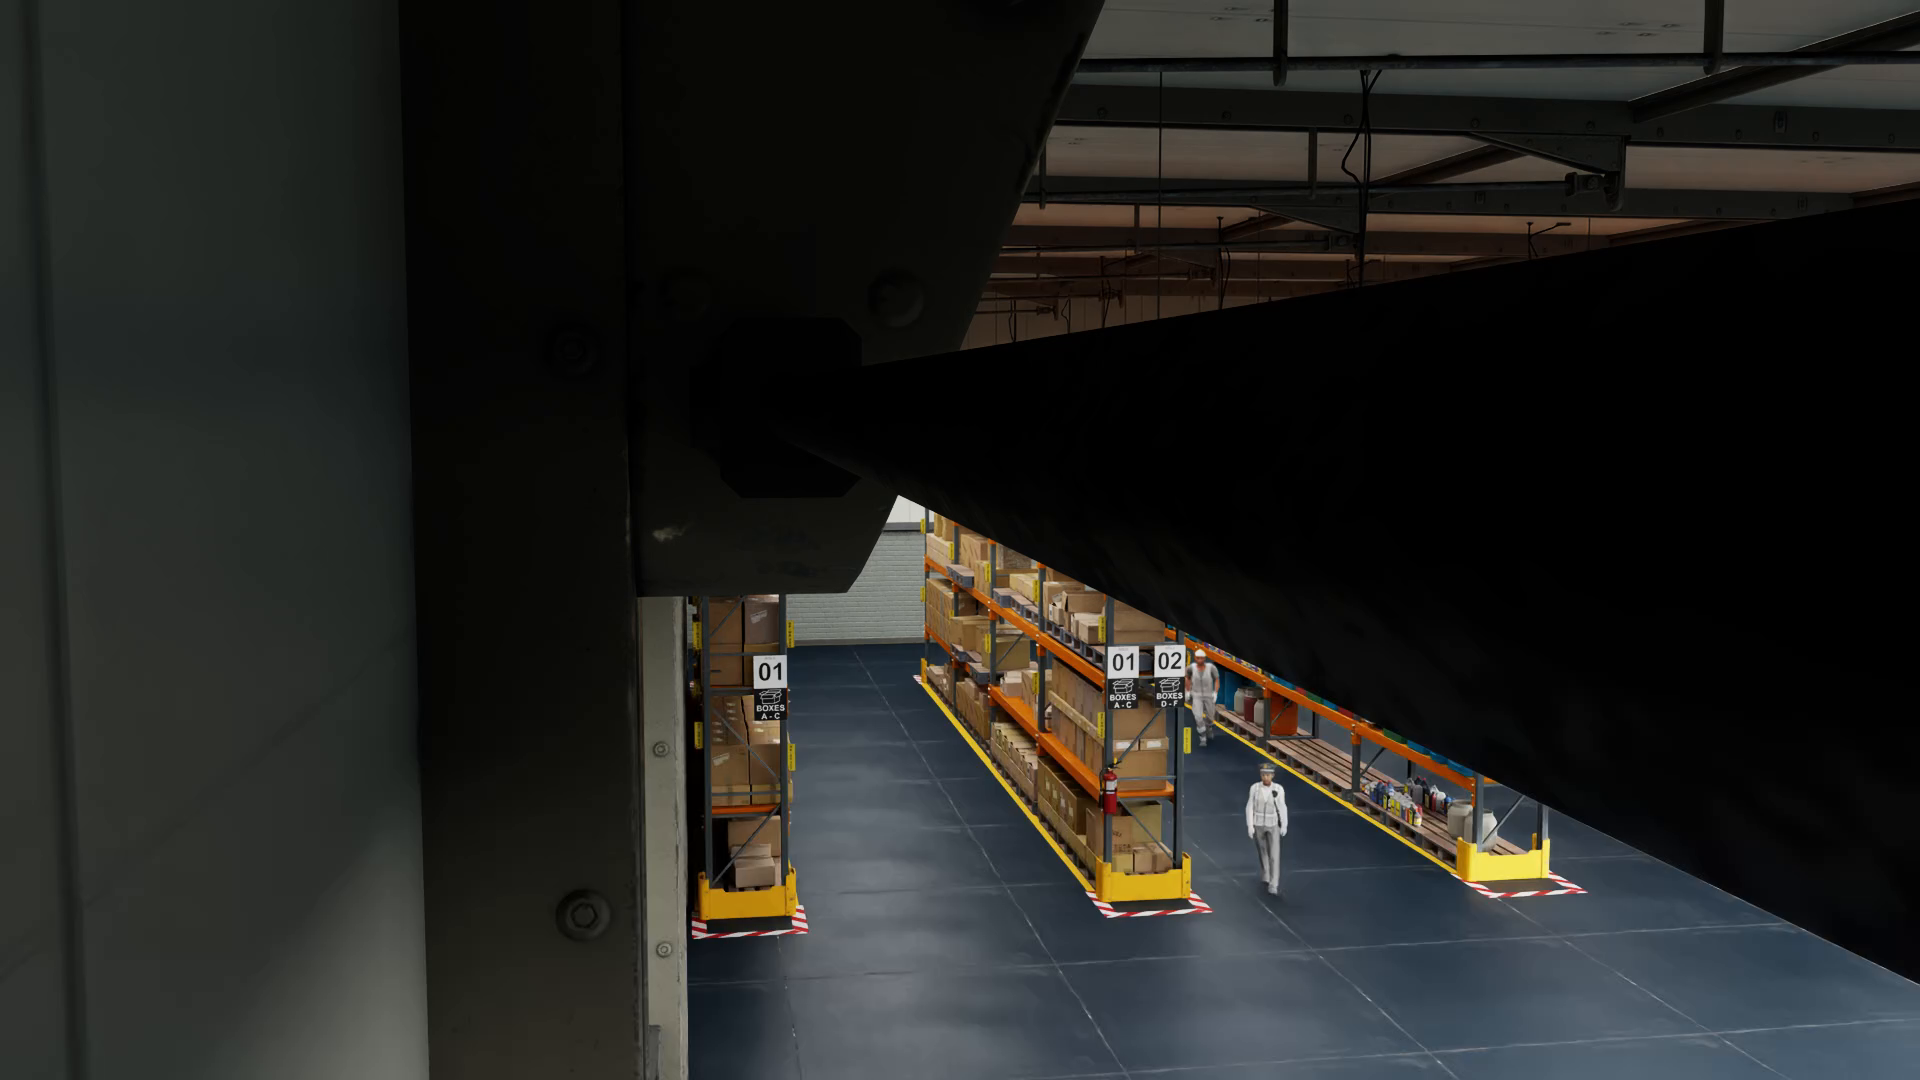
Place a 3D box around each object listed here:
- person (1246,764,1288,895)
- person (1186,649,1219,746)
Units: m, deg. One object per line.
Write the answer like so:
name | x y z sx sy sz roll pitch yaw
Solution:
person | 3.898 3.644 21.162 0.532 1.621 1.027 2 6 24
person | 4.385 2.814 30.071 0.604 1.757 0.738 1 5 10
